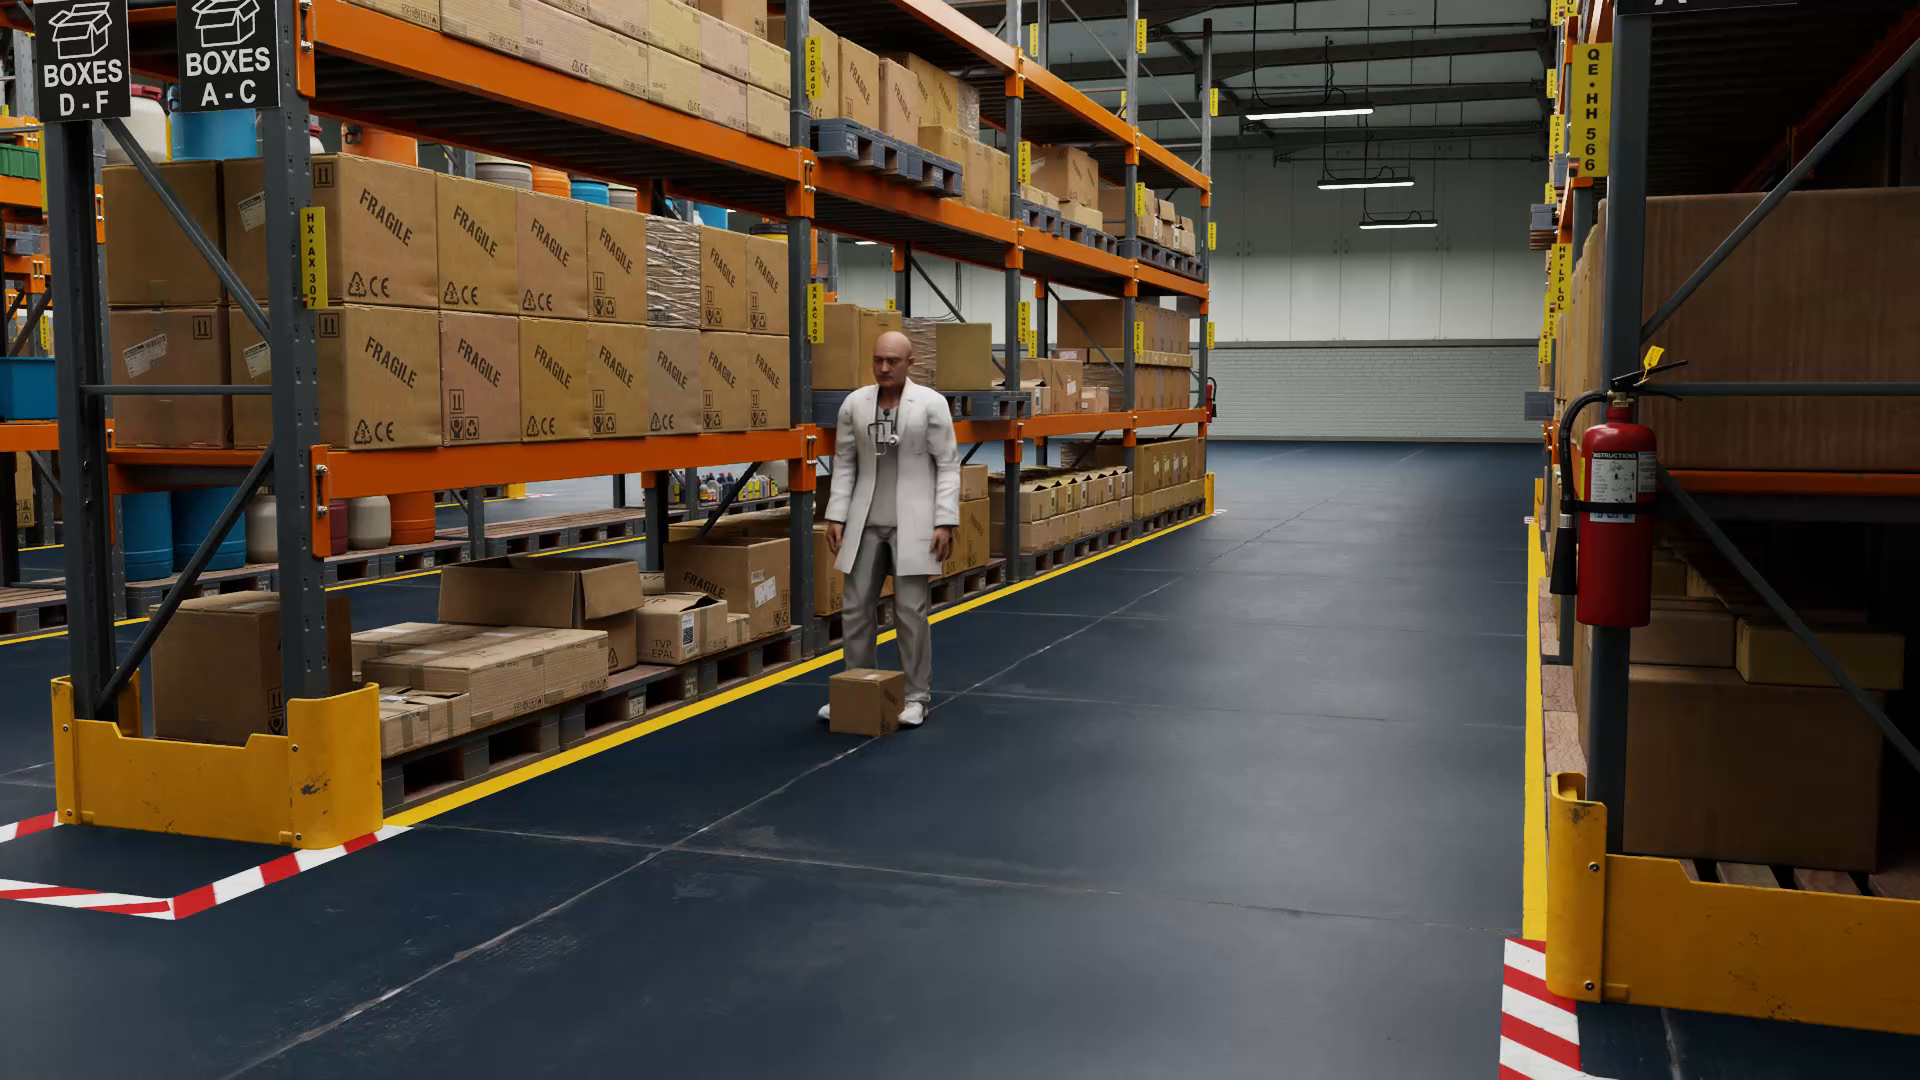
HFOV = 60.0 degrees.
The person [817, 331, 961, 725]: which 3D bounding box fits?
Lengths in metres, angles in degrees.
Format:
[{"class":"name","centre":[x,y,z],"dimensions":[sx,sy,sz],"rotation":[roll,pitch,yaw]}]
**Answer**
[{"class":"person","centre":[-0.312,-0.057,7.582],"dimensions":[0.648,1.772,0.429],"rotation":[2,5,18]}]
